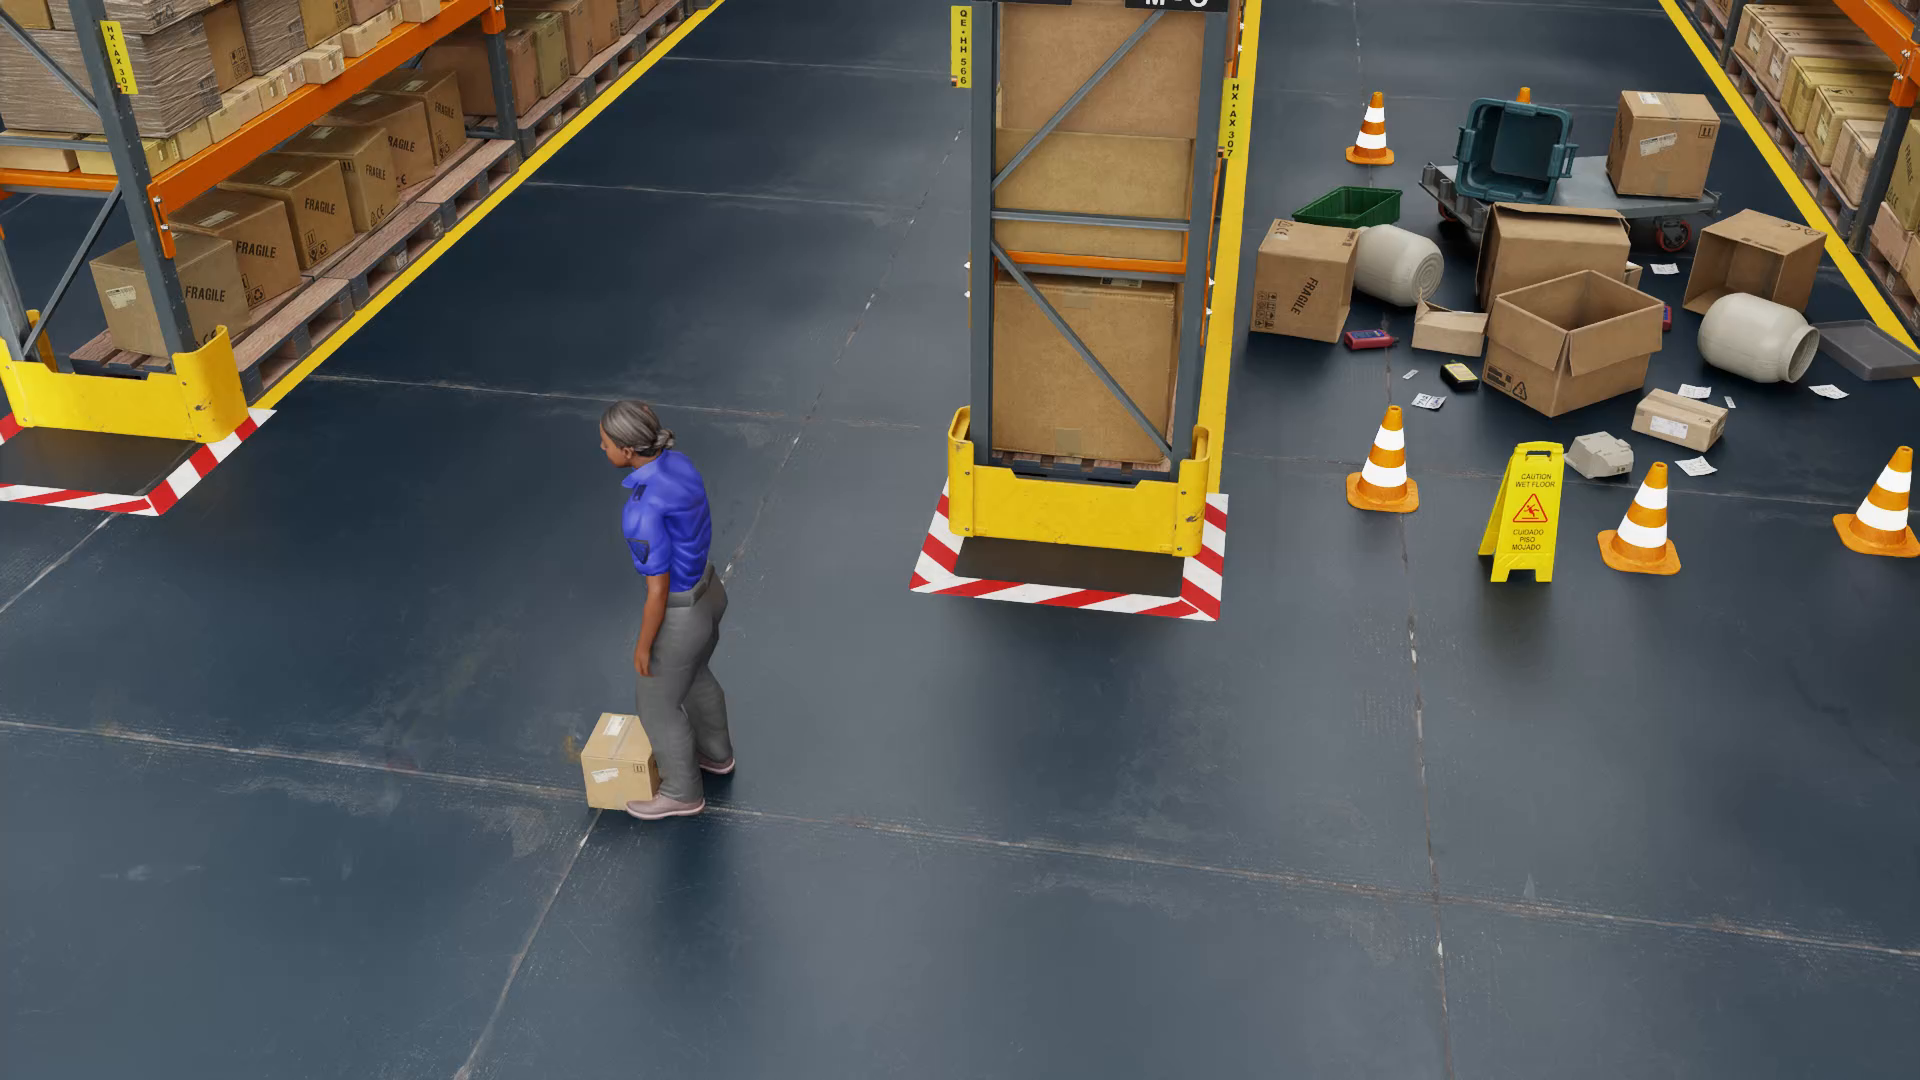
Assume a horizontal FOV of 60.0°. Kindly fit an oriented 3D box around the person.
[{"bbox_3d":[-1.018,0.245,5.759,0.392,1.655,0.505,5,33,9],"label":"person"}]
